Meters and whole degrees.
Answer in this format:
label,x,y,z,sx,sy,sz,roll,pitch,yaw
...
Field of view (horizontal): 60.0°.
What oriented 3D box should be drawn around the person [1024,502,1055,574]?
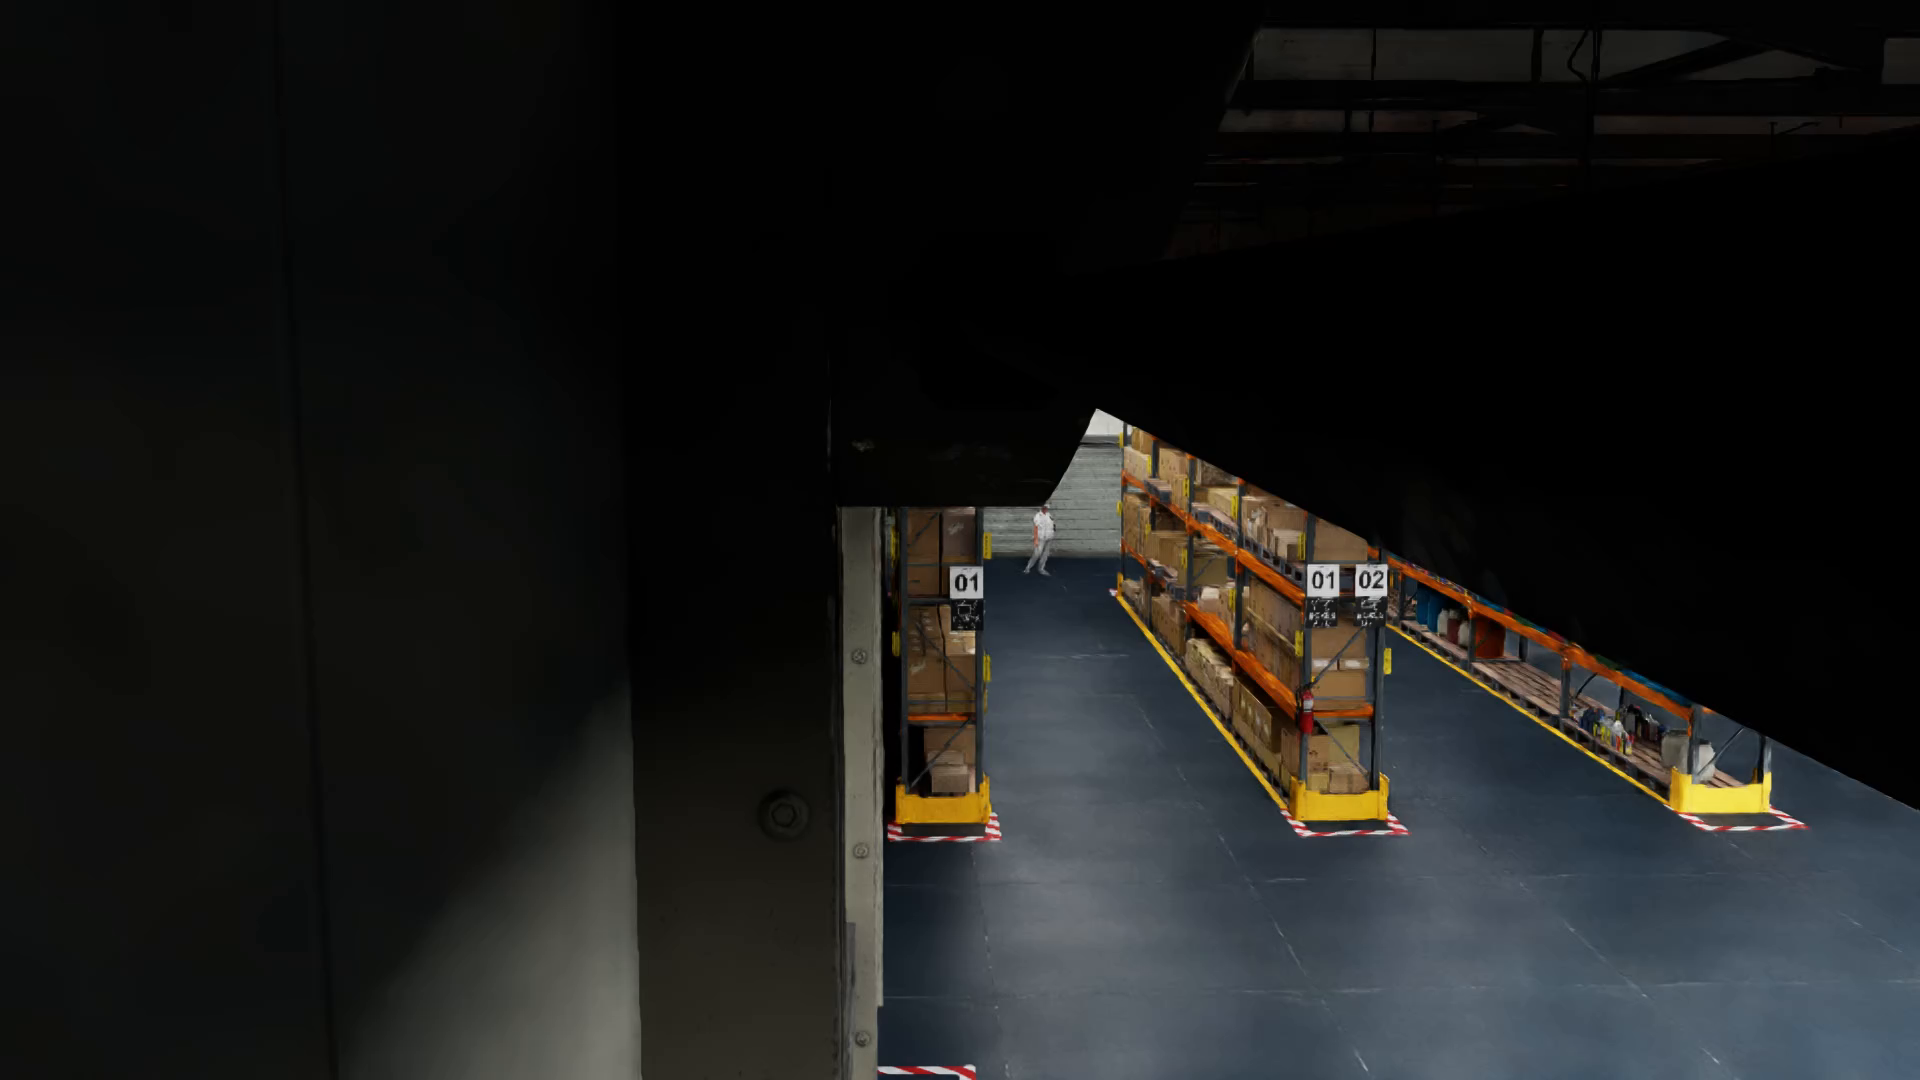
label,x,y,z,sx,sy,sz,roll,pitch,yaw
person,1.872,-0.046,39.253,0.707,1.739,0.547,-7,11,-42
